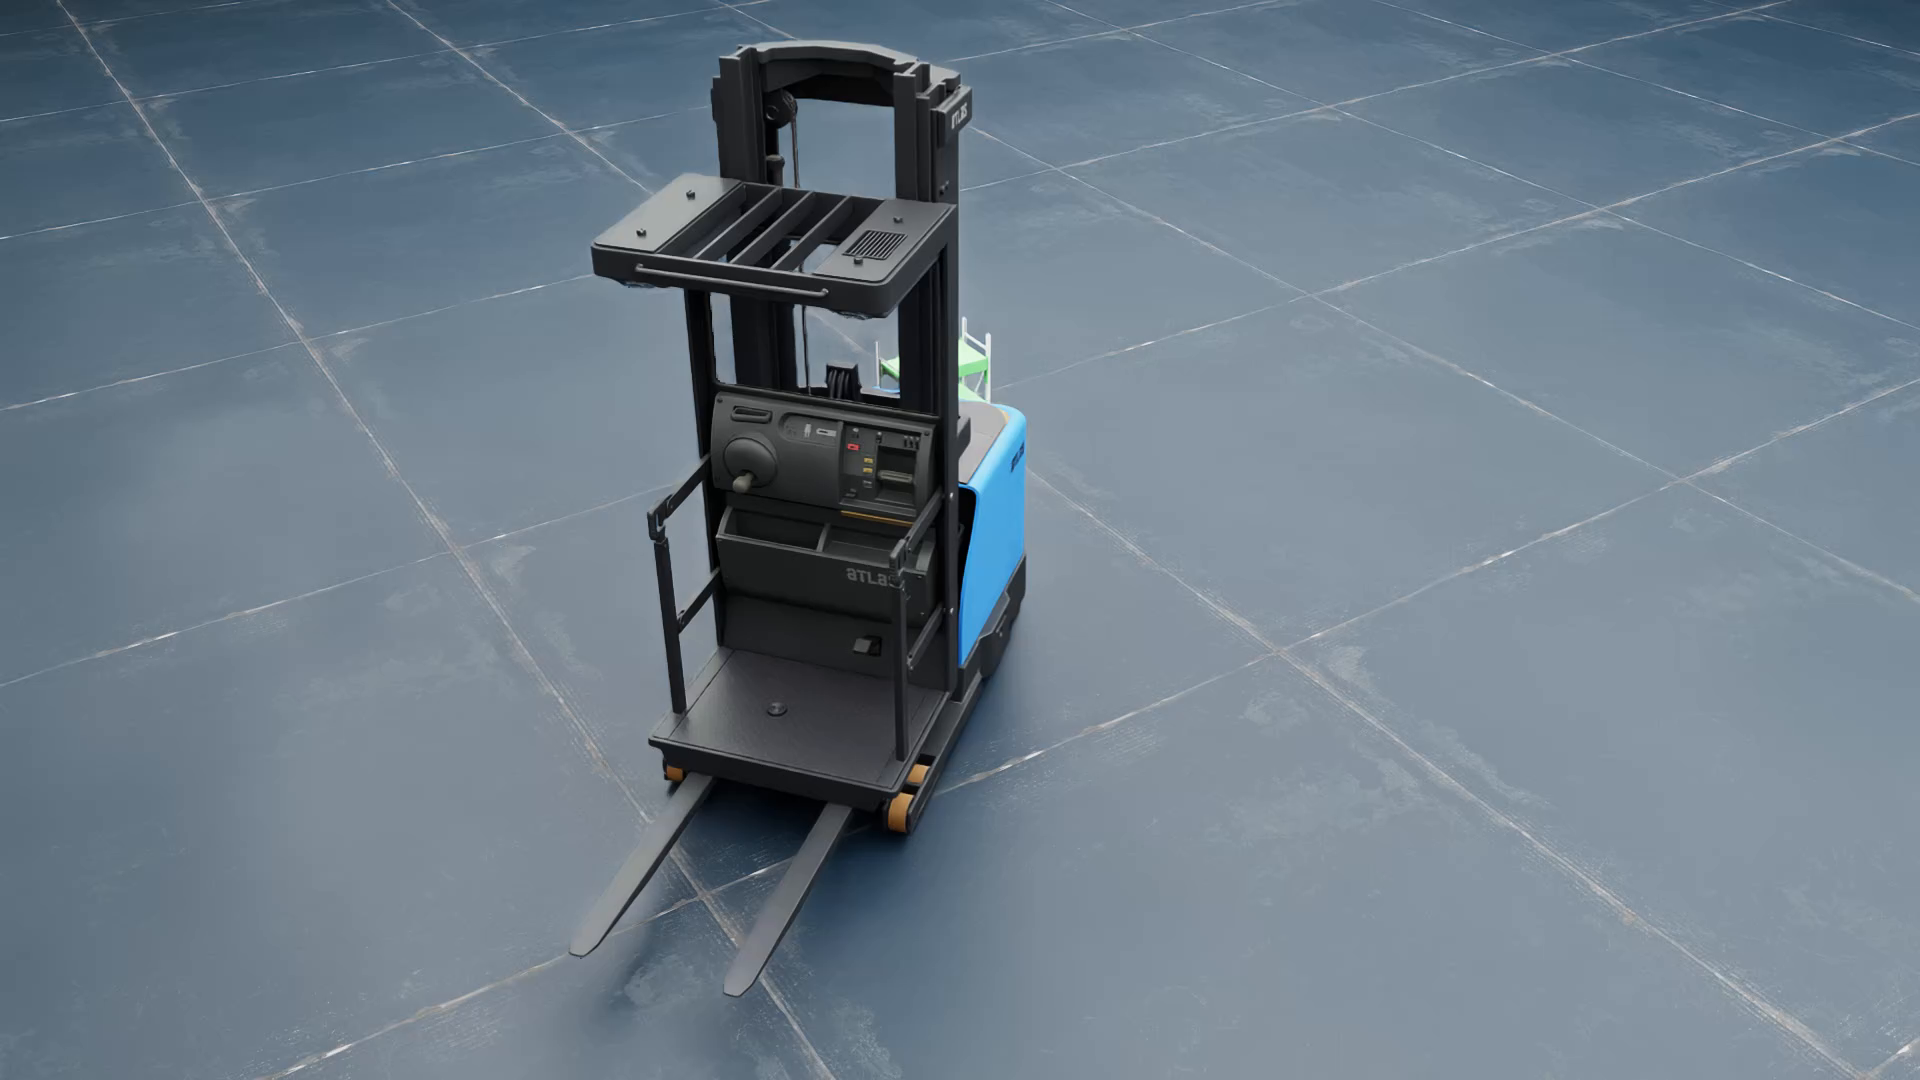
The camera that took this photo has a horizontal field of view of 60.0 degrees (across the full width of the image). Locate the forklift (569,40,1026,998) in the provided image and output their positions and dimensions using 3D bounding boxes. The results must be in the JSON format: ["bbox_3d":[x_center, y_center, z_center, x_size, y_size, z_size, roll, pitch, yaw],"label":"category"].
[{"bbox_3d":[-0.620,-0.278,6.444,1.130,2.935,3.031,10,34,15],"label":"forklift"}]

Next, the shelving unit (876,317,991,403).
[{"bbox_3d":[-0.128,-0.474,8.376,0.503,1.200,0.258,-18,37,-27],"label":"shelving unit"}]

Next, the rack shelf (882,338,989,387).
[{"bbox_3d":[-0.128,-0.826,8.154,0.480,0.148,0.258,-18,37,-27],"label":"rack shelf"}]

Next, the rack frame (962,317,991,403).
[{"bbox_3d":[0.079,-0.543,8.486,0.015,1.200,0.240,-18,37,-27],"label":"rack frame"}]

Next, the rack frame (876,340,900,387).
[{"bbox_3d":[-0.334,-0.405,8.267,0.015,1.200,0.240,-18,37,-27],"label":"rack frame"}]

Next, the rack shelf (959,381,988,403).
[{"bbox_3d":[-0.128,-0.623,8.282,0.480,0.148,0.258,-18,37,-27],"label":"rack shelf"}]
